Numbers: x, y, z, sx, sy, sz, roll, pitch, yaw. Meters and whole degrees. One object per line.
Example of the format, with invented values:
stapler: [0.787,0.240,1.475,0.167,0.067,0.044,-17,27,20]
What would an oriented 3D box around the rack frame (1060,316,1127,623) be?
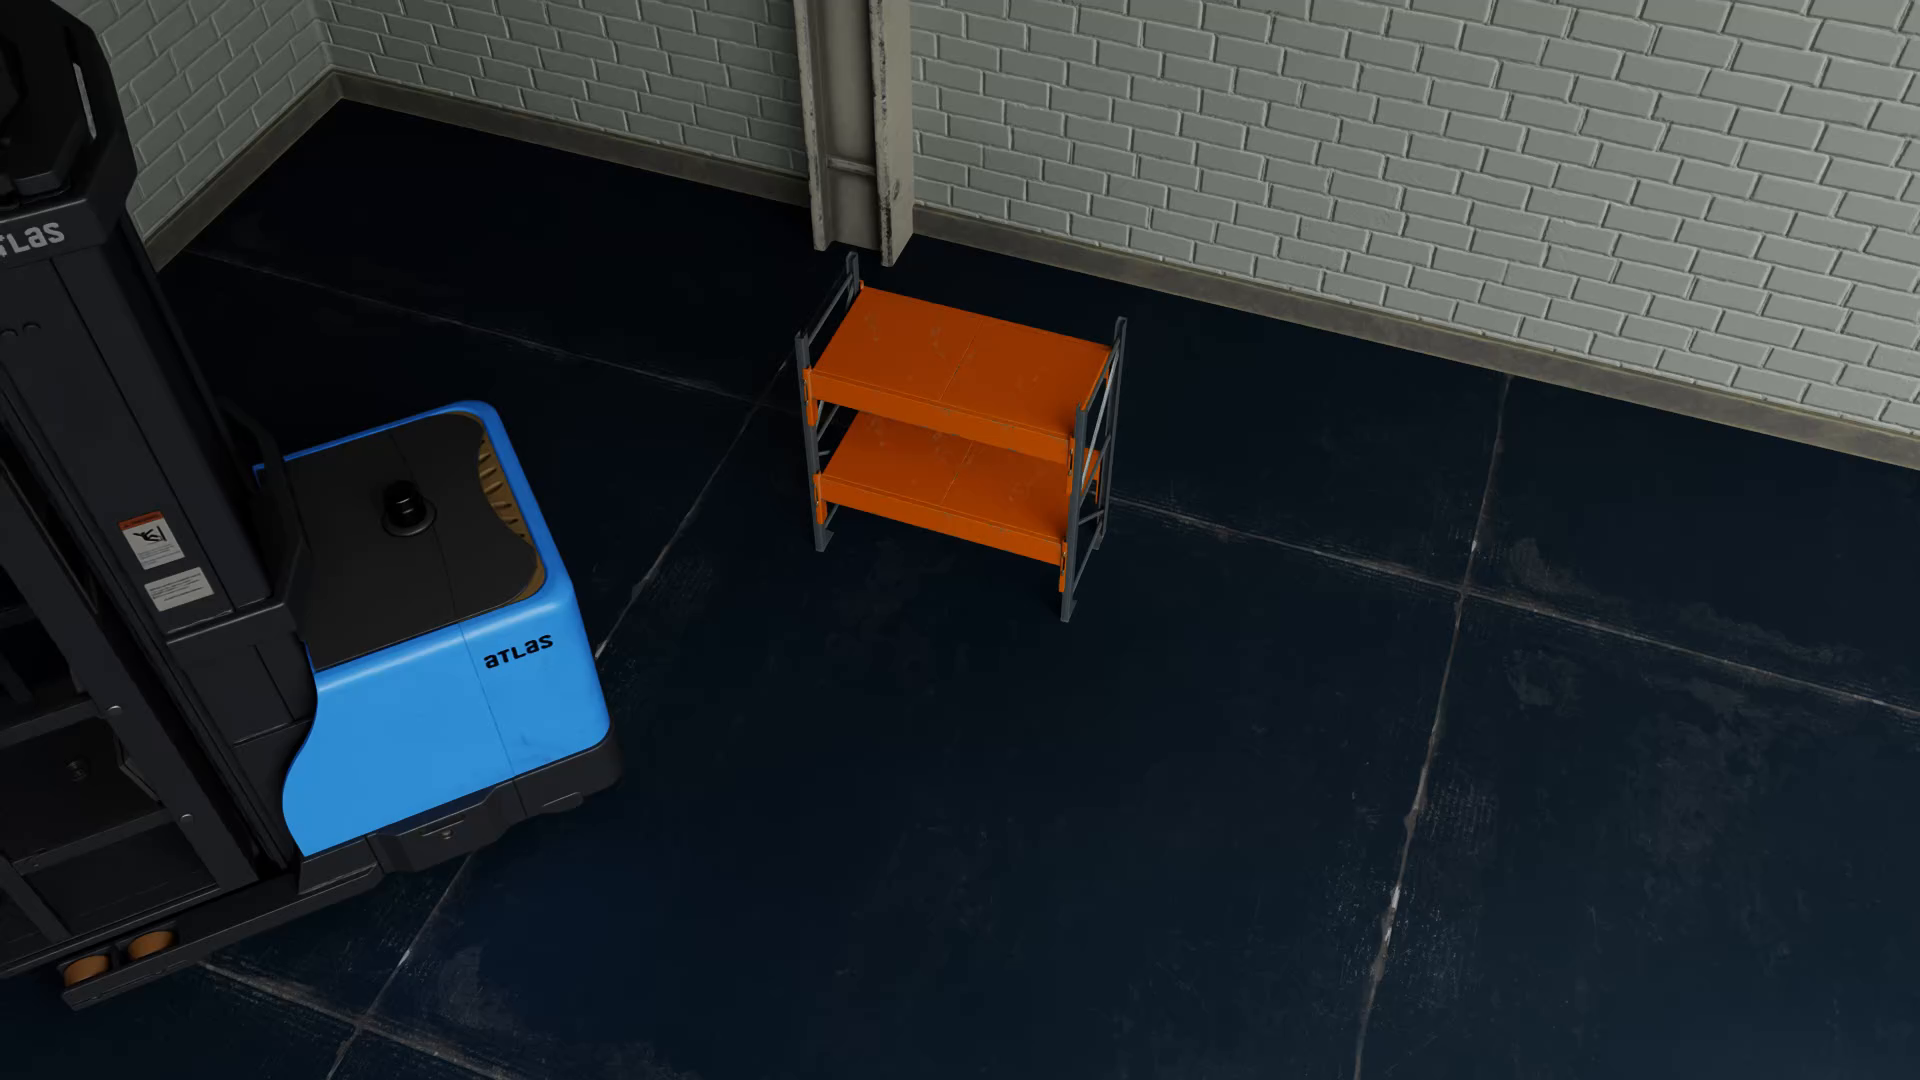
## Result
rack frame: [0.483,-0.234,6.075,0.032,1.125,0.500,16,51,13]

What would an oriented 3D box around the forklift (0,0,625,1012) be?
forklift: [-2.731,0.064,4.622,3.031,2.935,1.130,-20,52,-17]

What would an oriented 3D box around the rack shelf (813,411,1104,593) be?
rack shelf: [0.006,-0.206,6.375,1.000,0.278,0.538,16,51,13]

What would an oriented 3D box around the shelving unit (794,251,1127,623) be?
shelving unit: [0.006,-0.367,6.190,1.048,1.125,0.538,16,51,13]

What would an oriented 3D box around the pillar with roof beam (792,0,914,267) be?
pillar with roof beam: [-1.943,-1.320,1.806,0.400,9.000,9.100,16,51,13]

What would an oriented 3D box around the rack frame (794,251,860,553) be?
rack frame: [-0.471,-0.500,6.305,0.032,1.125,0.500,16,51,13]

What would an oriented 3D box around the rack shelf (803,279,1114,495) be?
rack shelf: [0.006,-0.558,5.969,1.000,0.278,0.538,16,51,13]
